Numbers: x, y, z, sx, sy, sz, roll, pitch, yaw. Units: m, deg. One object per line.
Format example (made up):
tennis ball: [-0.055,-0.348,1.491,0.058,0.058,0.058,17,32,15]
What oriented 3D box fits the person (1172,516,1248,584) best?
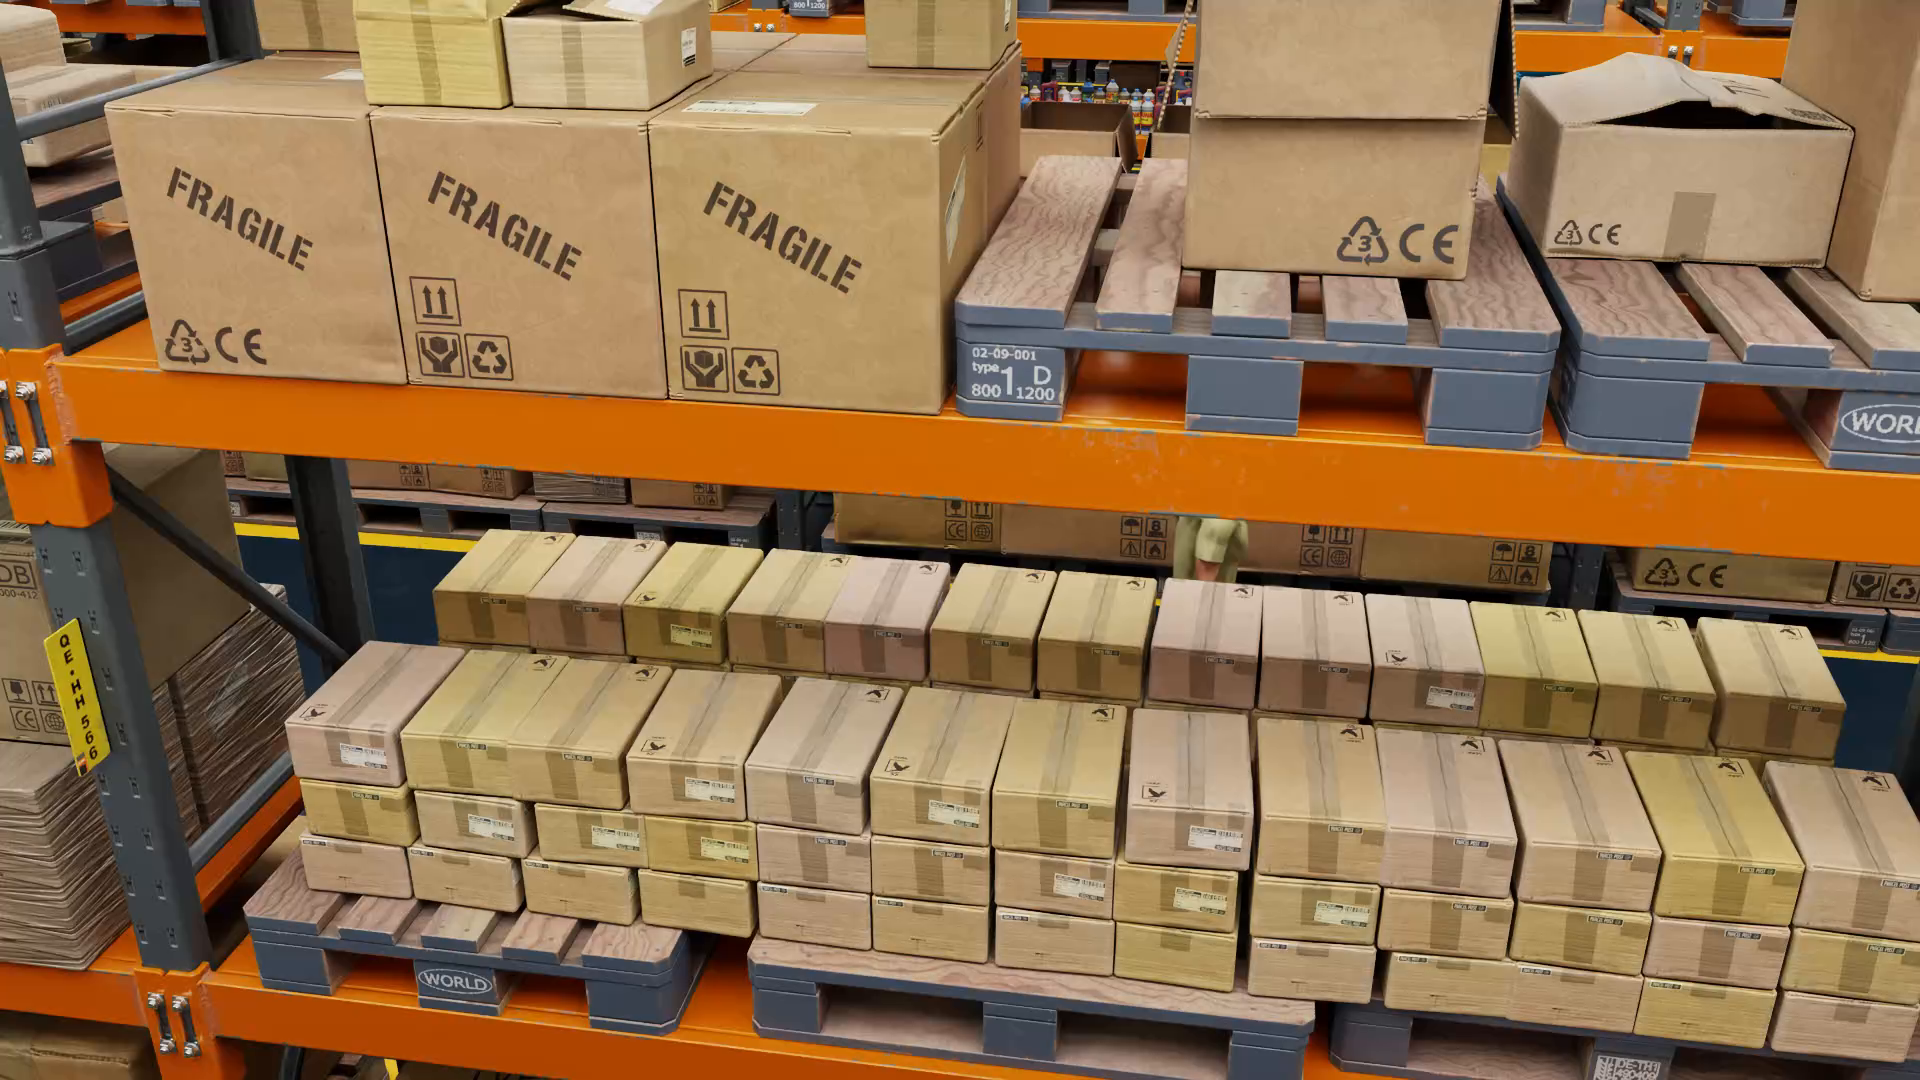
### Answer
person: [0.997,0.306,6.450,0.364,1.674,0.486,3,25,7]
